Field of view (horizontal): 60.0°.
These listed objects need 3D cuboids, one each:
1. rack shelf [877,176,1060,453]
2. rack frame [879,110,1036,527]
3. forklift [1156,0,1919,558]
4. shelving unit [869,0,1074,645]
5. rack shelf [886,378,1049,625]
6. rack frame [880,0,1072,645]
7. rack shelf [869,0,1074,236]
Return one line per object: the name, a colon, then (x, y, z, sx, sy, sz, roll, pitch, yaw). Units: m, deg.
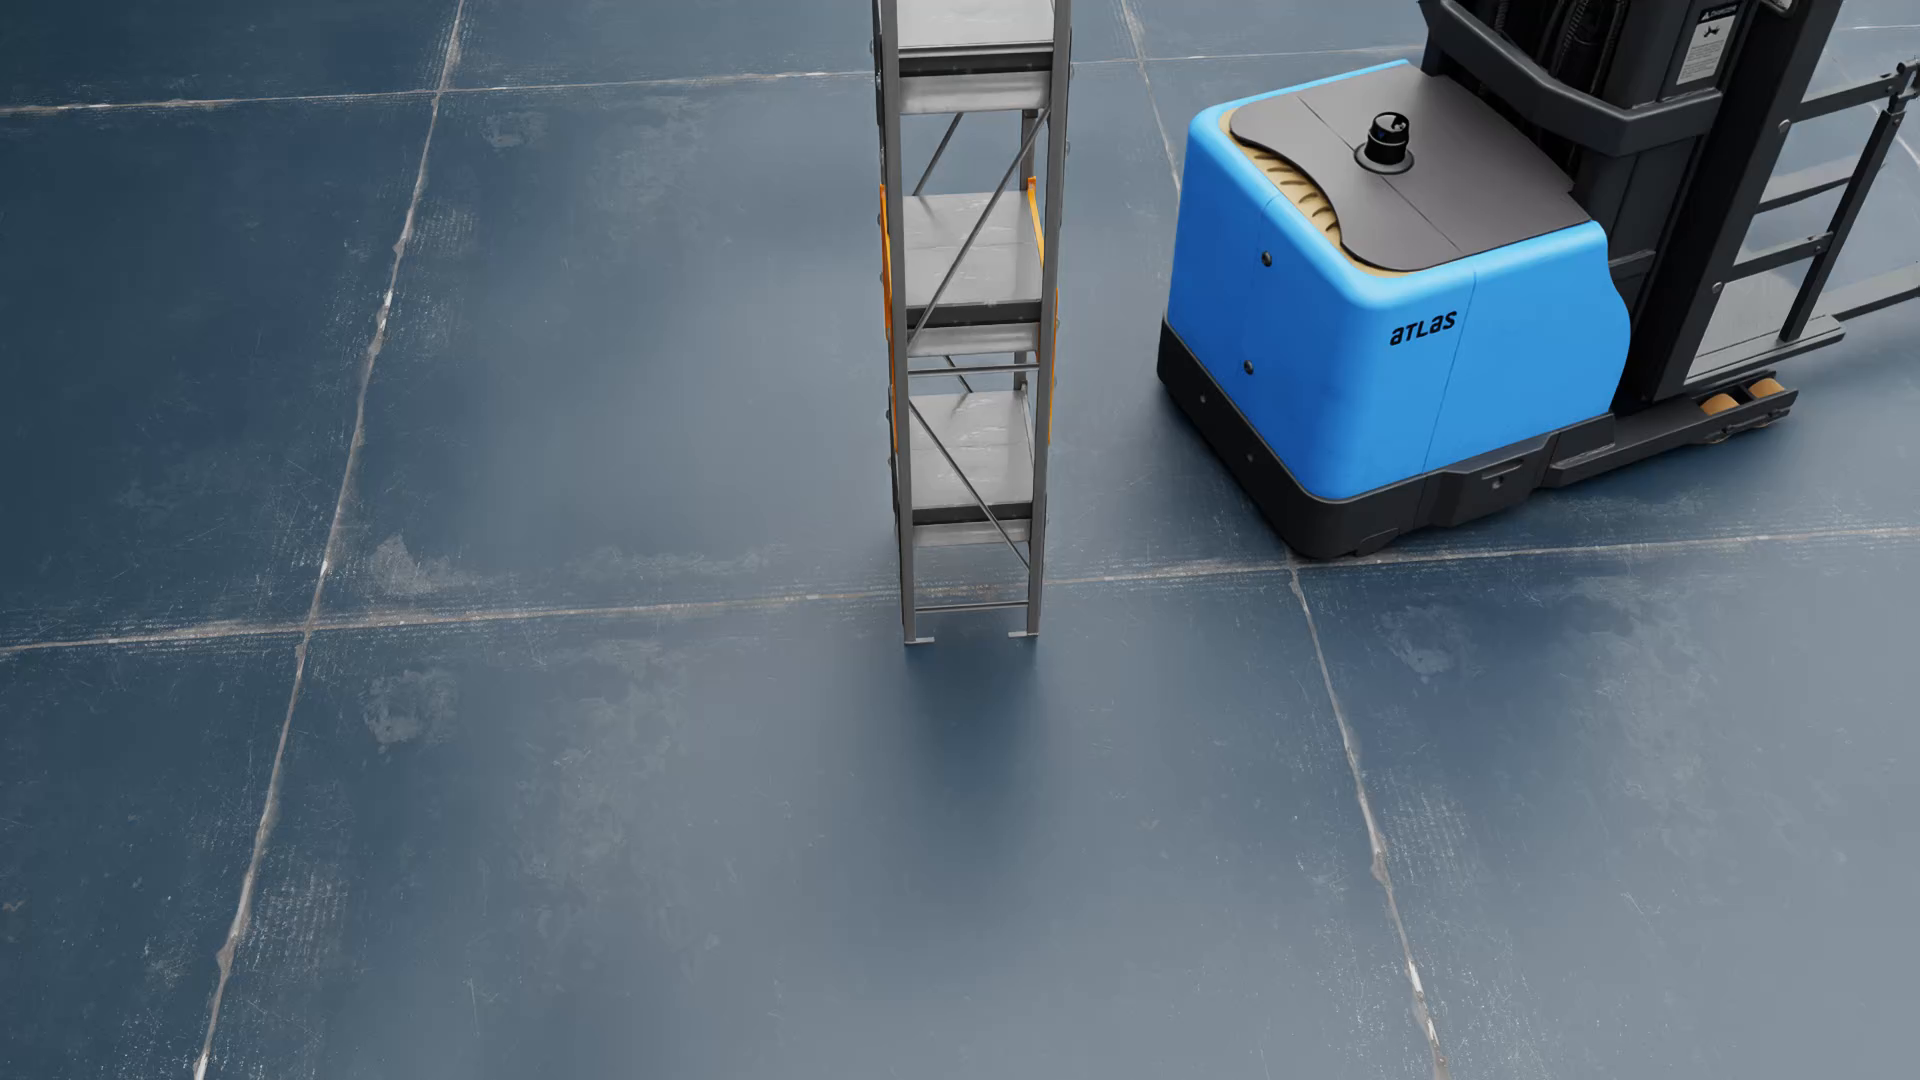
rack shelf: (0.014, -0.593, 4.384, 0.431, 0.518, 0.480, -3, 47, -3)
rack frame: (-0.007, -0.779, 4.541, 0.400, 2.100, 0.015, -3, 47, -3)
forklift: (2.238, -1.665, 4.809, 3.031, 2.935, 1.130, -18, 49, -16)
shelving unit: (0.014, -0.602, 4.374, 0.431, 2.100, 0.503, -3, 47, -3)
rack shelf: (0.014, -0.112, 4.892, 0.431, 0.518, 0.480, -3, 47, -3)
rack frame: (0.034, -0.426, 4.207, 0.400, 2.100, 0.015, -3, 47, -3)
rack shelf: (0.014, -1.074, 3.876, 0.431, 0.518, 0.480, -3, 47, -3)
